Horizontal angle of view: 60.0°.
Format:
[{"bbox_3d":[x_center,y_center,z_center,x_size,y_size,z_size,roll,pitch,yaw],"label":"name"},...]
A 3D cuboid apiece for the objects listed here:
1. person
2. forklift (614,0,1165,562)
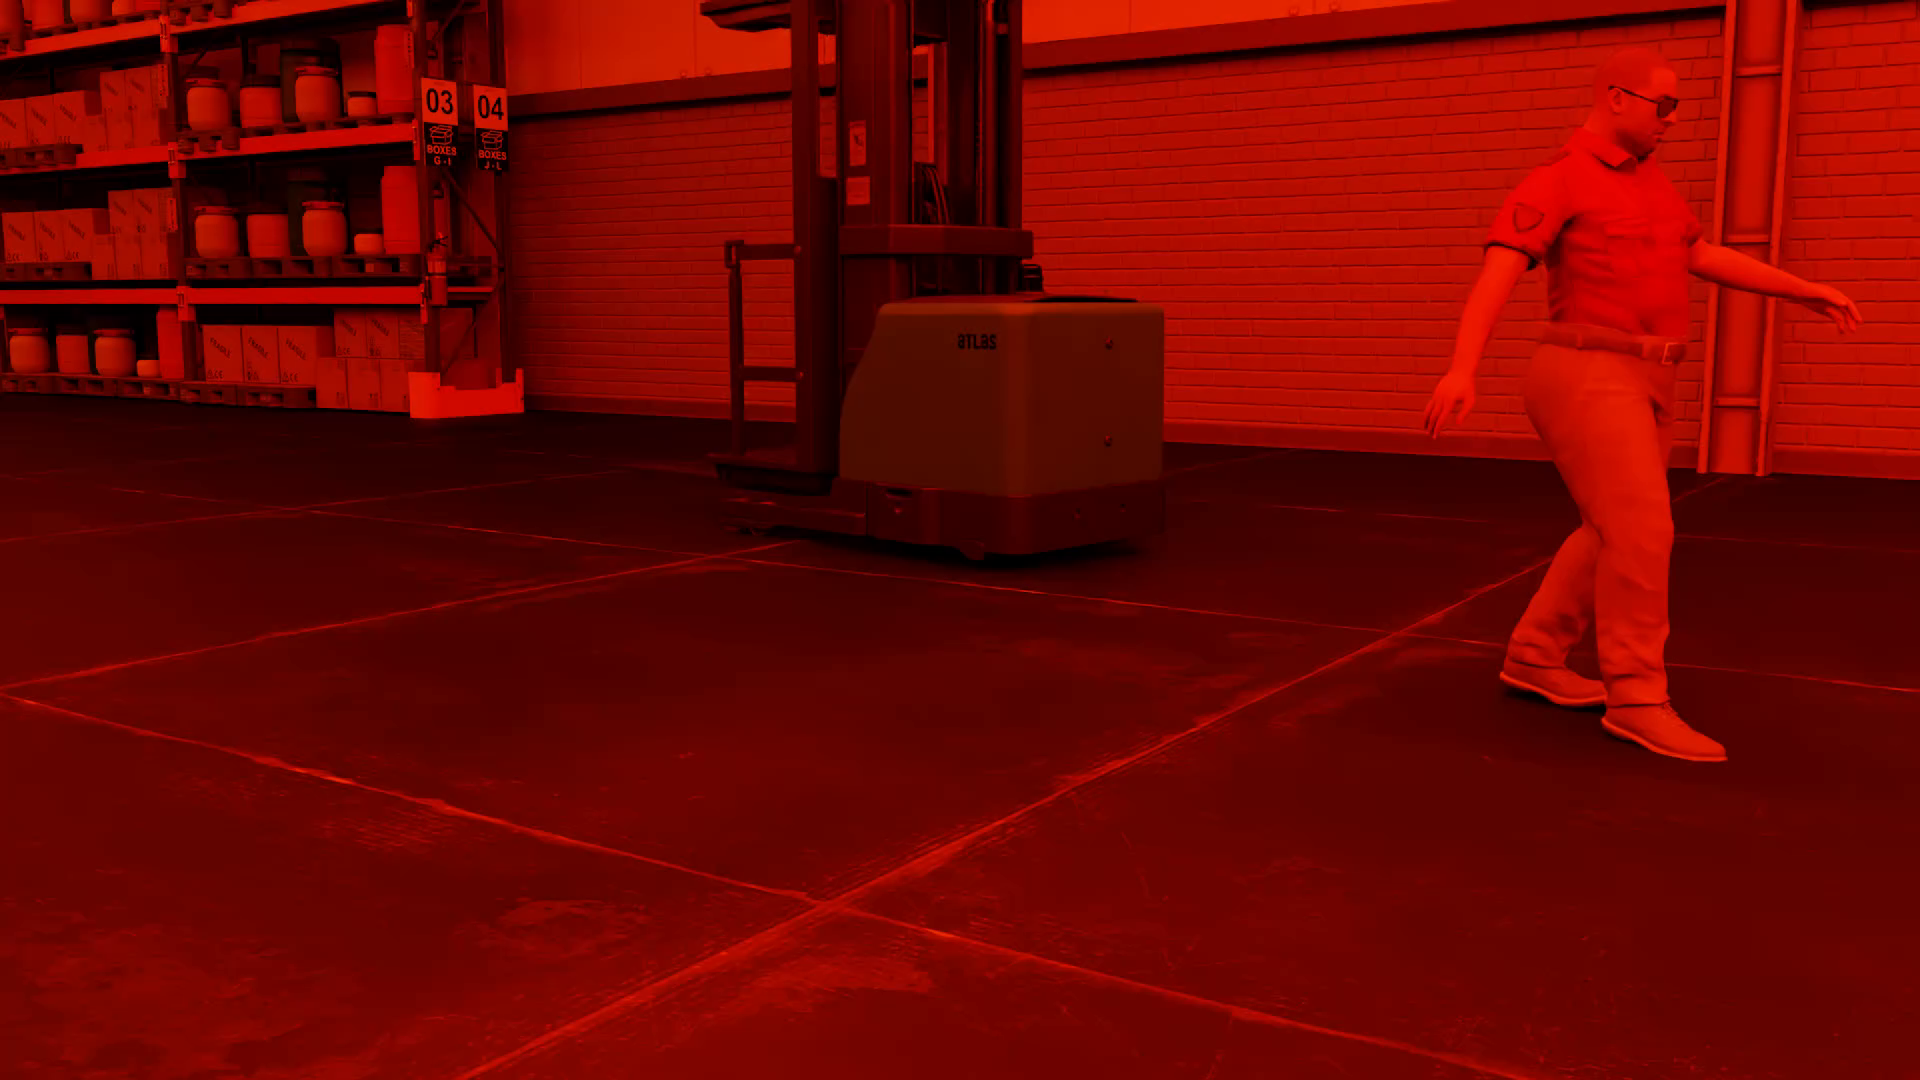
[{"bbox_3d":[1.656,-0.356,4.149,0.981,1.709,0.760,-7,11,-40],"label":"person"},{"bbox_3d":[-0.508,-1.514,7.839,3.031,2.935,1.130,8,11,43],"label":"forklift"}]
